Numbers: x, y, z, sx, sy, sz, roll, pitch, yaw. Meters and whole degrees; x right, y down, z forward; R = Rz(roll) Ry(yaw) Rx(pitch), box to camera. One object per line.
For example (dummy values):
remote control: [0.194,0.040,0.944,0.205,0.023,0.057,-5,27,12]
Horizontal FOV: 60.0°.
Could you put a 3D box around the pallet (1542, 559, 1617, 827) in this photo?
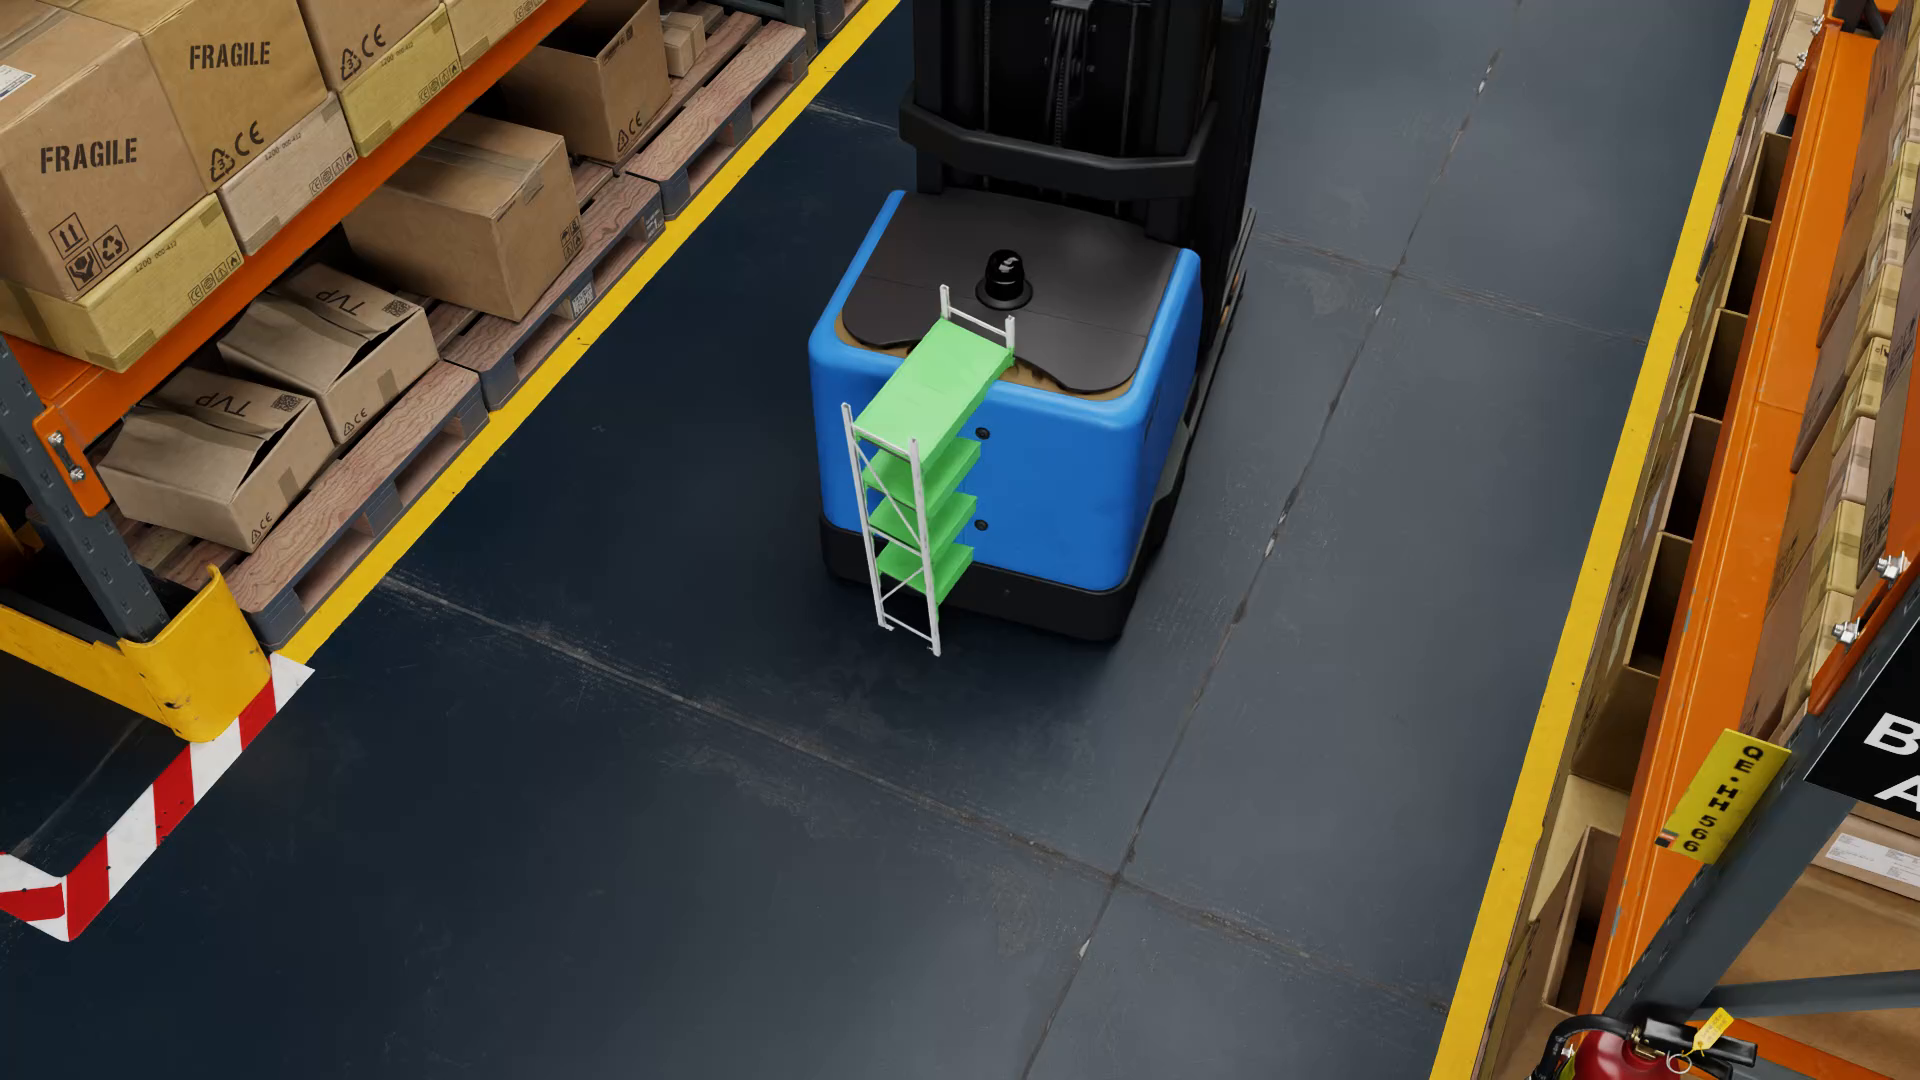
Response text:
pallet: [2.453,0.561,5.134,1.003,0.211,1.213,20,52,16]

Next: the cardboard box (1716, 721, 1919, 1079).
cardboard box: [1.853,0.685,3.132,0.700,0.500,0.500,20,52,16]

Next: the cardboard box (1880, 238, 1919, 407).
cardboard box: [2.310,-0.484,3.274,0.700,0.500,0.500,20,52,16]

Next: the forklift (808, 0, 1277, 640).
forklift: [0.476,-1.777,5.338,1.130,2.935,3.031,14,51,12]

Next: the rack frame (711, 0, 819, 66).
rack frame: [-1.130,-3.329,6.613,1.000,3.000,0.127,20,52,16]

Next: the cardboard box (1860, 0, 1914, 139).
cardboard box: [3.167,-1.445,4.944,0.700,0.500,0.500,19,52,15]

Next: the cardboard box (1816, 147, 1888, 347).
cardboard box: [2.729,-0.735,4.341,0.700,0.500,0.500,21,53,17]

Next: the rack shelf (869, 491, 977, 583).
rack shelf: [-0.056,-0.135,5.128,0.258,0.148,0.480,28,63,19]

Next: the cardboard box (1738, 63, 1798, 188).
cardboard box: [3.264,-1.519,6.234,0.500,0.311,0.500,20,52,16]

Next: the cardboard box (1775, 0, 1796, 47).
cardboard box: [3.696,-2.222,6.833,0.500,0.311,0.500,20,52,16]

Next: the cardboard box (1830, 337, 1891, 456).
cardboard box: [2.074,-0.244,3.496,0.380,0.149,0.250,21,53,17]

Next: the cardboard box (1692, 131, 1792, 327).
cardboard box: [2.869,-0.991,5.661,0.500,0.500,0.500,20,52,16]

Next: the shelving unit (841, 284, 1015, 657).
shelving unit: [-0.059,-0.170,5.074,0.258,1.200,0.503,28,63,19]

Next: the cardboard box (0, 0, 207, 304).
cardboard box: [-2.363,-1.007,4.230,0.500,0.500,0.500,20,52,16]

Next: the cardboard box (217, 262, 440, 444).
cardboard box: [-2.218,-0.686,5.841,0.500,0.311,0.500,24,54,19]

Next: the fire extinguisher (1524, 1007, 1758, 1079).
fire extinguisher: [1.171,0.990,2.989,0.296,0.674,0.183,20,52,16]

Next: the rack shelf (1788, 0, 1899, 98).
rack shelf: [4.205,-2.864,6.690,1.077,0.370,4.000,20,52,16]

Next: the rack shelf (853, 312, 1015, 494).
rack shelf: [-0.077,-0.392,4.723,0.258,0.148,0.480,28,63,19]

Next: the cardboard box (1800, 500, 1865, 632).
cardboard box: [1.852,0.110,3.196,0.380,0.149,0.250,19,52,16]

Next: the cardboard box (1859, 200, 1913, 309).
cardboard box: [2.293,-0.602,3.801,0.380,0.149,0.250,19,52,16]

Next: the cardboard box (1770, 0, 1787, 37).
cardboard box: [3.920,-2.395,7.348,0.500,0.250,0.500,21,53,17]

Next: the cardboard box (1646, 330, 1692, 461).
cardboard box: [2.660,-0.402,5.652,0.500,0.250,0.500,20,52,16]

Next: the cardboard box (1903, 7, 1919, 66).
cardboard box: [2.734,-1.309,4.402,0.380,0.149,0.250,19,52,16]

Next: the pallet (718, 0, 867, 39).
pallet: [-0.799,-2.962,8.132,1.003,0.211,1.213,20,52,16]

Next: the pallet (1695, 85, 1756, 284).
pallet: [3.630,-1.337,6.749,1.003,0.211,1.213,20,52,16]

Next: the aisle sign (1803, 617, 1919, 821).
aisle sign: [1.348,0.141,1.953,0.394,0.787,0.004,20,52,16]

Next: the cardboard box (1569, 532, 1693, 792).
cardboard box: [2.016,0.387,4.489,0.500,0.500,0.500,20,52,16]

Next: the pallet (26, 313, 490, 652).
pallet: [-2.427,-0.272,5.842,1.003,0.211,1.213,20,52,16]

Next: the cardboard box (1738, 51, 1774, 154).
cardboard box: [3.483,-1.693,6.751,0.500,0.250,0.500,19,52,16]

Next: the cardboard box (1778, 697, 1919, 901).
cardboard box: [1.633,0.467,2.892,0.380,0.149,0.250,19,52,15]

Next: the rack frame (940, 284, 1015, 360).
rack frame: [0.073,-0.346,5.179,0.240,1.200,0.015,28,63,19]

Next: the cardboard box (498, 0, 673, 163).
cardboard box: [-1.537,-1.934,6.779,0.500,0.500,0.500,16,52,13]

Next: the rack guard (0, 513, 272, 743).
rack guard: [-2.806,0.183,5.266,1.175,0.500,0.348,20,52,16]

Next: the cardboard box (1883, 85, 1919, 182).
cardboard box: [2.514,-0.952,4.099,0.380,0.149,0.250,18,52,15]

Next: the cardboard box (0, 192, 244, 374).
cardboard box: [-2.343,-0.766,4.517,0.500,0.250,0.500,18,52,15]

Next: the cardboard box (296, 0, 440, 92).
cardboard box: [-1.916,-1.698,4.818,0.500,0.500,0.500,18,52,15]

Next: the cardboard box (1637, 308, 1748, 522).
cardboard box: [2.442,-0.302,5.075,0.500,0.500,0.500,20,52,16]

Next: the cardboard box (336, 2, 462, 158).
cardboard box: [-1.911,-1.477,5.122,0.500,0.250,0.500,19,52,16]

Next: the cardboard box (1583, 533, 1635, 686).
cardboard box: [2.234,0.287,5.066,0.500,0.250,0.500,20,52,16]

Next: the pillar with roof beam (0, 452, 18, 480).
pillar with roof beam: [0.571,-1.882,1.443,9.100,9.000,0.400,20,52,16]

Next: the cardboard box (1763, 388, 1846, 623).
cardboard box: [2.290,-0.019,3.731,0.700,0.500,0.500,20,53,16]

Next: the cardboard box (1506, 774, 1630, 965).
cardboard box: [1.806,0.976,4.480,0.500,0.250,0.500,20,52,16]

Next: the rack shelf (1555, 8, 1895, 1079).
rack shelf: [2.496,-0.110,4.346,1.077,0.370,4.000,20,52,16]

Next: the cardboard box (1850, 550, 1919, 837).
cardboard box: [1.875,0.228,2.669,0.700,0.500,0.500,20,52,16]
